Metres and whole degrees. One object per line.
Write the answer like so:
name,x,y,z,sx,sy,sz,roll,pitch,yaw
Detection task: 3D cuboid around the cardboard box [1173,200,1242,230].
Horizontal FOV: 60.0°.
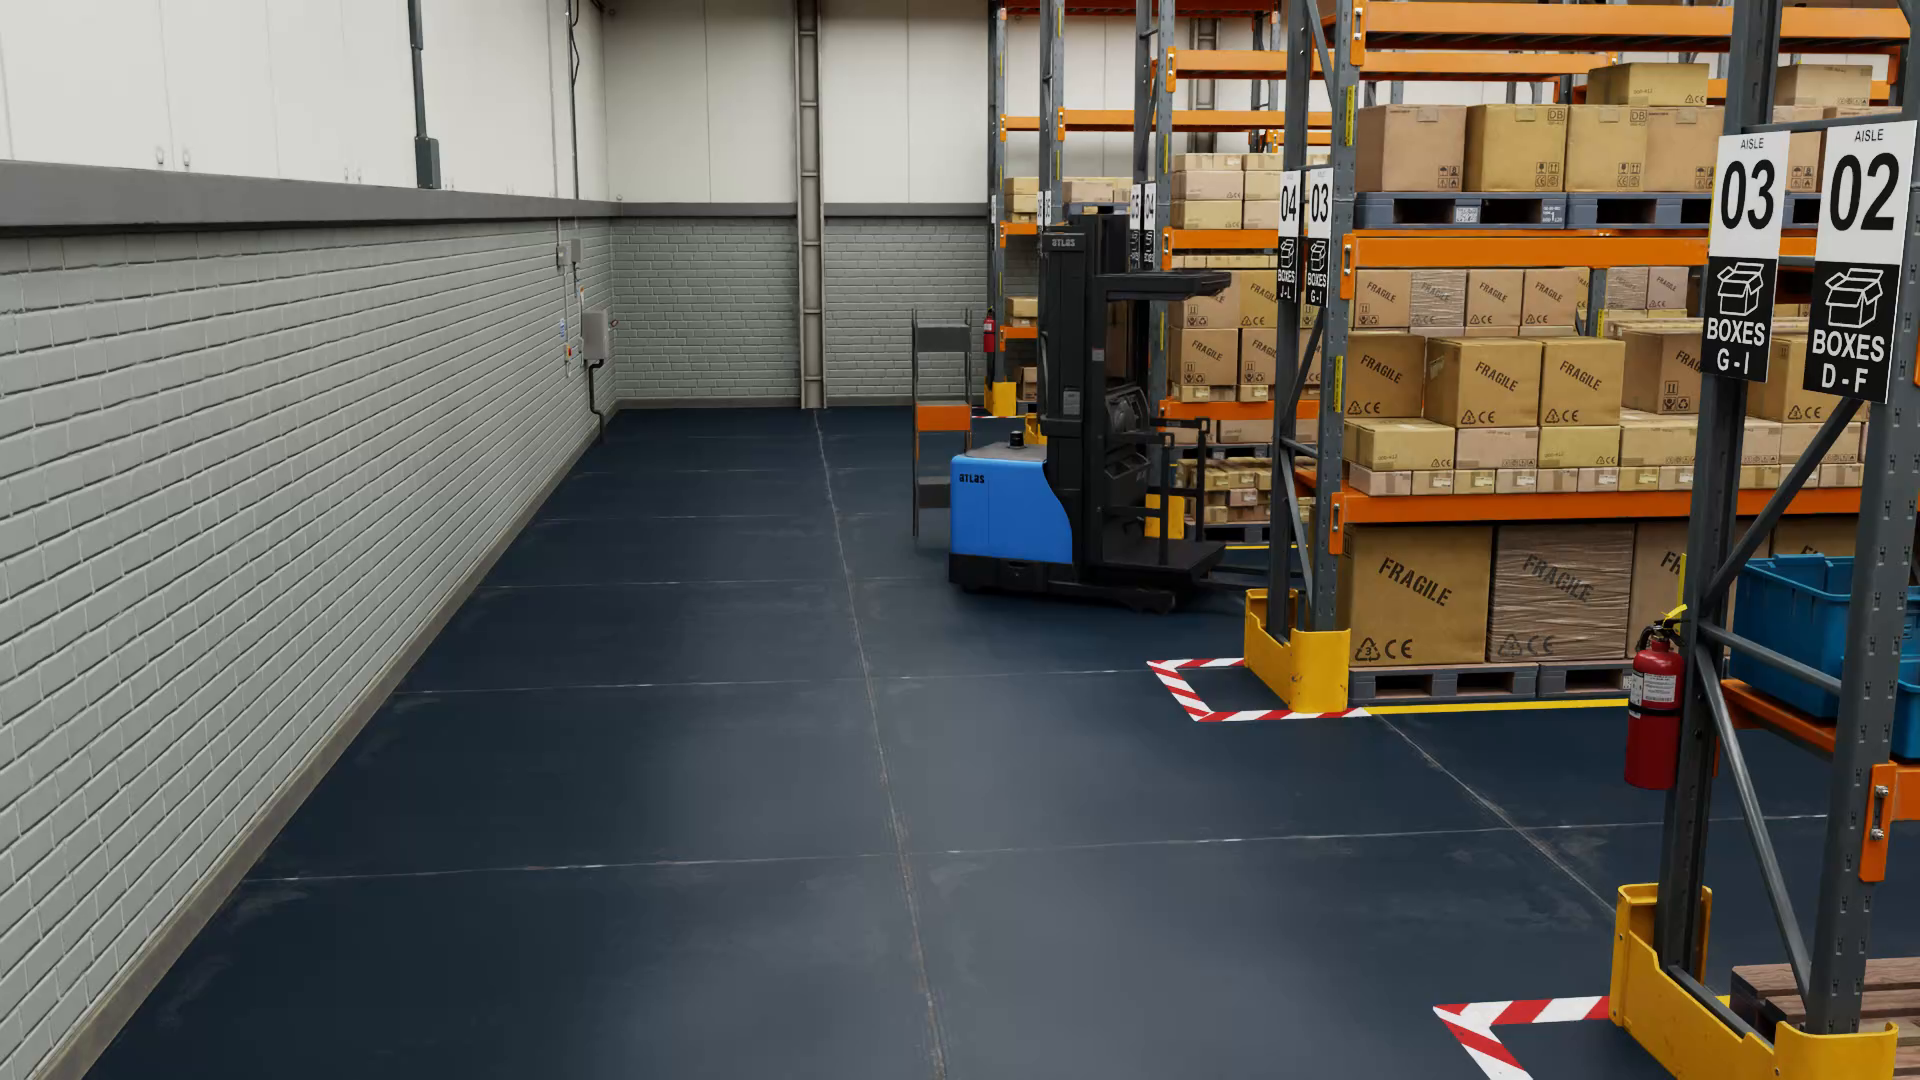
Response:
cardboard box,2.172,-2.859,14.628,0.500,0.250,0.500,-1,11,-4

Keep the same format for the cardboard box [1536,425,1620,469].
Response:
cardboard box,3.656,-0.599,10.140,0.500,0.250,0.500,-2,11,-8

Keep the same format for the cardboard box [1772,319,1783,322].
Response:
cardboard box,7.616,-2.037,15.855,0.250,0.149,0.380,-1,11,-7

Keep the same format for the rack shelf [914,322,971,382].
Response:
rack shelf,-0.165,-1.700,14.898,0.480,0.518,0.431,-1,11,-6

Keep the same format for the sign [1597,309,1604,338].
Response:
sign,5.741,-1.904,14.916,0.005,0.325,0.100,-1,11,-6

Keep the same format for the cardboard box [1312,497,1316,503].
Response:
cardboard box,3.279,-0.440,15.244,0.250,0.149,0.380,-2,11,-9

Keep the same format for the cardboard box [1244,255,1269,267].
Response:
cardboard box,3.490,-3.307,19.761,0.250,0.149,0.380,-1,11,-7

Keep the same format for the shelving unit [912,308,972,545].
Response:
shelving unit,-0.165,-1.027,15.030,0.503,2.100,0.431,-1,11,-6

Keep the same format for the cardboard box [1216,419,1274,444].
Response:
cardboard box,3.514,-1.468,20.496,0.875,0.438,0.875,-2,11,-8

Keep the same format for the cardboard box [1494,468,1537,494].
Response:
cardboard box,3.291,-0.384,10.080,0.250,0.149,0.380,-1,11,-7

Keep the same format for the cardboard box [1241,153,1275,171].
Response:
cardboard box,2.578,-3.296,14.522,0.250,0.149,0.380,-1,11,-6

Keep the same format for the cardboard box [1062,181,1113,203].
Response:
cardboard box,1.501,-4.127,19.733,0.500,0.250,0.500,-2,11,-11

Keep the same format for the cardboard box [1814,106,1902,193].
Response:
cardboard box,5.339,-2.378,10.189,0.500,0.500,0.700,-2,11,-9

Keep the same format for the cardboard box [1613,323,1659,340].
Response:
cardboard box,6.116,-1.878,15.048,0.250,0.149,0.380,-1,11,-3

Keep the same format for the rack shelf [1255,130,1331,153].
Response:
rack shelf,6.489,-5.919,24.929,4.000,0.370,1.077,-1,11,-6

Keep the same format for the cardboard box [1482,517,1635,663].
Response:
cardboard box,3.666,0.242,10.662,0.875,0.875,0.875,-1,11,-6

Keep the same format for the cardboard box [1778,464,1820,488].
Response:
cardboard box,5.076,-0.422,10.270,0.250,0.149,0.380,-1,11,-5

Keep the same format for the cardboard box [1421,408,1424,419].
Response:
cardboard box,3.091,-0.691,10.604,0.500,0.250,0.500,-1,11,-7

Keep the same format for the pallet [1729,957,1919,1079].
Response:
pallet,3.492,1.762,5.742,1.213,0.211,1.003,-1,11,-6

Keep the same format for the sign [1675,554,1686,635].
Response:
sign,2.593,0.218,5.943,0.005,0.325,0.100,-1,11,-6

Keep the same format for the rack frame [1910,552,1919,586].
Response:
rack frame,6.110,-0.630,10.679,0.127,3.000,1.000,-1,11,-6

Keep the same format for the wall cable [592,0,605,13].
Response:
wall cable,-5.226,-9.200,24.299,0.133,3.039,2.988,-1,11,-6

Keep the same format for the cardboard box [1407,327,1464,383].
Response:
cardboard box,4.214,-1.693,15.058,0.500,0.500,0.500,-1,11,-6

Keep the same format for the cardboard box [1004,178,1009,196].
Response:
cardboard box,0.935,-5.251,24.731,0.500,0.250,0.500,-2,11,-8

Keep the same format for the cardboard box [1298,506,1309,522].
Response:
cardboard box,3.017,-0.269,15.143,0.250,0.149,0.380,-1,11,-5

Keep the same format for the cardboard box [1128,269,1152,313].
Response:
cardboard box,2.084,-2.954,19.651,0.500,0.500,0.500,-2,11,-8

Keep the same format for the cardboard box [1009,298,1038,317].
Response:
cardboard box,1.004,-3.429,24.535,0.500,0.250,0.500,-1,11,-6

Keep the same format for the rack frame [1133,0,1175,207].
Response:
rack frame,1.698,-4.444,14.526,0.127,3.000,1.000,-1,11,-6

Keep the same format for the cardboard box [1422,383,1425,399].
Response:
cardboard box,4.115,-1.382,15.154,0.250,0.149,0.380,-1,11,-7

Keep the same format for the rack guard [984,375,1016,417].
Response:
rack guard,0.599,-2.174,25.013,0.348,0.500,1.175,-1,11,-6

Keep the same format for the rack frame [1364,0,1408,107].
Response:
rack frame,5.040,-5.474,19.768,0.127,3.000,1.000,-1,11,-6

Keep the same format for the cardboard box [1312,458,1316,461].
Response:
cardboard box,3.496,-0.677,15.675,0.250,0.149,0.380,-2,11,-8

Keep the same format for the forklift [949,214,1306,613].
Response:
forklift,1.474,-1.006,12.768,3.031,2.935,1.130,5,12,23

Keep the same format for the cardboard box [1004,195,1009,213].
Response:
cardboard box,0.936,-5.005,24.773,0.500,0.250,0.500,-1,11,-7

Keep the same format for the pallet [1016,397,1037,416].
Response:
pallet,1.392,-2.049,25.126,1.213,0.211,1.003,-1,11,-6

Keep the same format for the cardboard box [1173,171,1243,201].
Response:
cardboard box,2.173,-3.103,14.575,0.500,0.250,0.500,-1,11,-5

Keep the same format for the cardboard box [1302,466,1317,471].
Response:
cardboard box,3.296,-0.579,15.181,0.250,0.149,0.380,-1,11,-4

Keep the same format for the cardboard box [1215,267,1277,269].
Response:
cardboard box,2.630,-2.253,15.314,0.500,0.500,0.500,-2,11,-8

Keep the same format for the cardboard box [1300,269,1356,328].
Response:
cardboard box,3.194,-2.162,14.851,0.500,0.500,0.500,-1,11,-7

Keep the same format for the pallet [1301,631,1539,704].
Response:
pallet,2.920,0.790,10.685,1.213,0.211,1.003,-1,11,-6

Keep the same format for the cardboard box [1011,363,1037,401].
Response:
cardboard box,1.142,-2.375,24.937,0.637,0.503,0.797,-2,11,-8

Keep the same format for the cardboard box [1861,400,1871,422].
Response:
cardboard box,5.682,-1.010,10.283,0.500,0.500,0.500,-1,11,-4

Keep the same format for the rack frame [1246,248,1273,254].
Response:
rack frame,4.500,-3.482,25.188,0.127,3.000,1.000,-1,11,-6

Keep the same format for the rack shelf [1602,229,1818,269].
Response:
rack shelf,7.663,-2.744,15.520,4.000,0.370,1.077,-1,11,-6

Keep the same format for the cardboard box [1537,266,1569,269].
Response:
cardboard box,7.023,-3.062,20.199,0.500,0.500,0.500,-1,11,-7

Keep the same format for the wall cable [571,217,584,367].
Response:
wall cable,-4.705,-3.096,20.586,0.122,1.984,0.588,-1,11,-6

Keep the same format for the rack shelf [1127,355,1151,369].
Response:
rack shelf,3.052,-2.136,20.204,4.000,0.370,1.077,-1,11,-6

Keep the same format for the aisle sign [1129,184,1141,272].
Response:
aisle sign,1.593,-2.832,15.139,0.004,0.787,0.394,-1,11,-6
